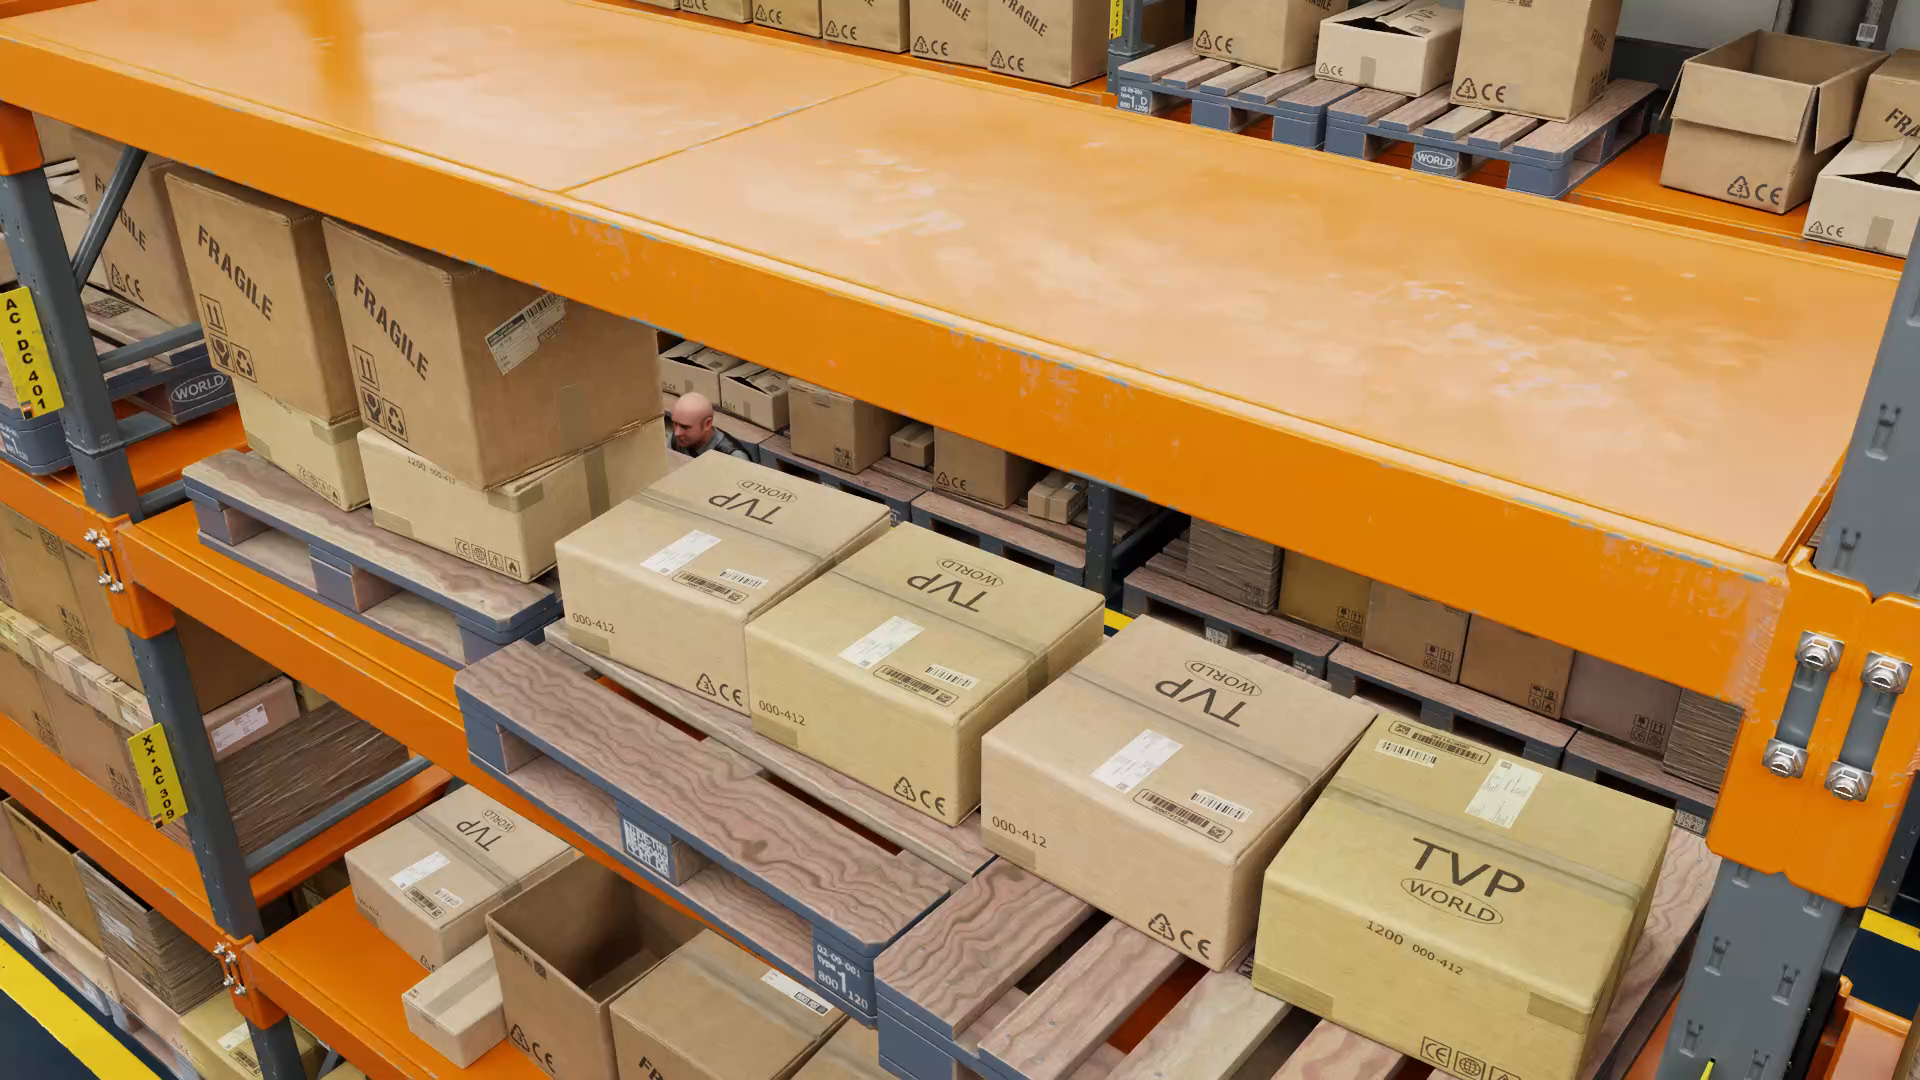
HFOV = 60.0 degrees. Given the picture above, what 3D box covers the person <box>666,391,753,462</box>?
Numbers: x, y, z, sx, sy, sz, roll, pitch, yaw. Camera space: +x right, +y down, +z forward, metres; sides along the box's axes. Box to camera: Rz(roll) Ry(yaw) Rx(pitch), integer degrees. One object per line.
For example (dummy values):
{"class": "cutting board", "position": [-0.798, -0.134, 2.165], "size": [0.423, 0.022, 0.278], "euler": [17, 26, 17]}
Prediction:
{"class": "person", "position": [-1.186, 0.037, 8.050], "size": [0.580, 1.720, 0.421], "euler": [21, 37, 31]}
